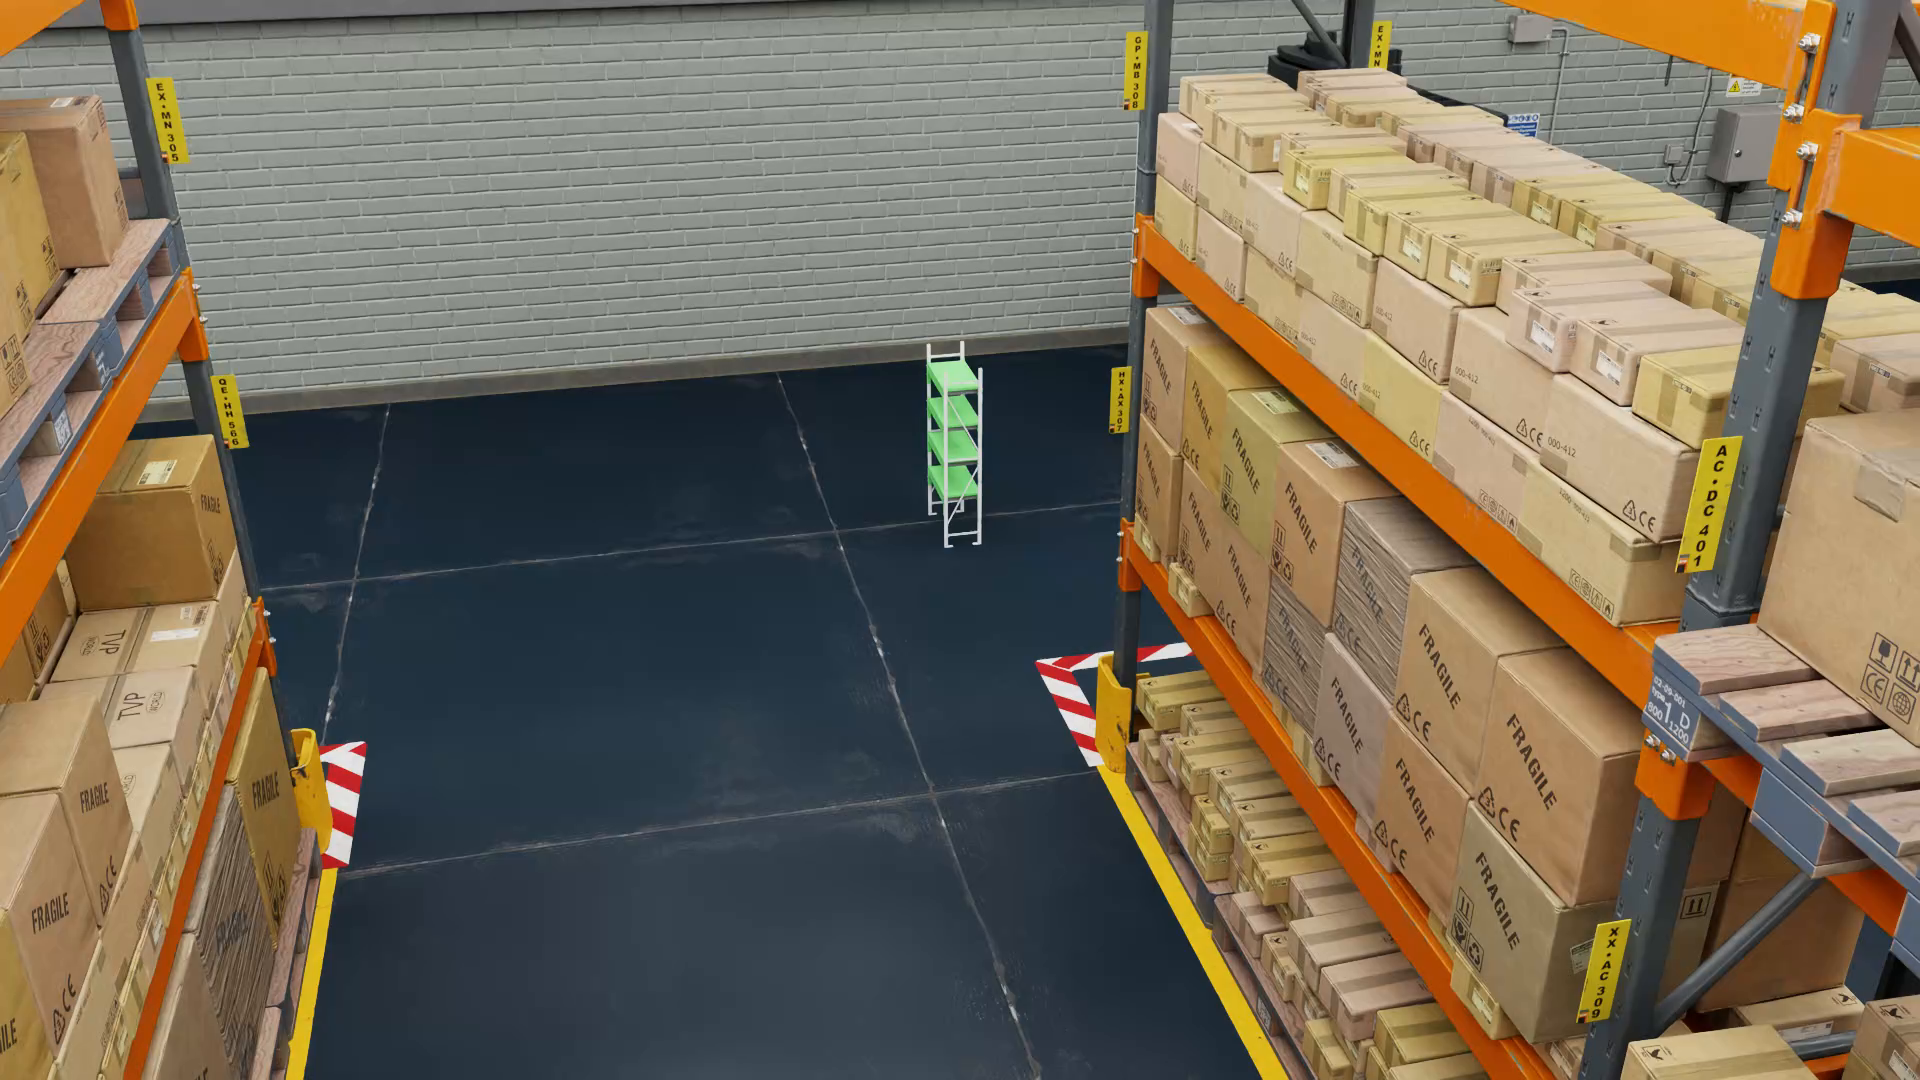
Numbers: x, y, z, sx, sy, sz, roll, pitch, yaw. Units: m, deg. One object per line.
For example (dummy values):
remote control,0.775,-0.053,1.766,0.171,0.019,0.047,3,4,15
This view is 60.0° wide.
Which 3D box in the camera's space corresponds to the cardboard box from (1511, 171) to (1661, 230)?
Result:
cardboard box,2.029,-1.085,5.411,0.380,0.149,0.250,-7,28,-13

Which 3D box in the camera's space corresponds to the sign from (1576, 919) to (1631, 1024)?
sign,1.653,1.108,4.265,0.100,0.325,0.005,-6,27,-12

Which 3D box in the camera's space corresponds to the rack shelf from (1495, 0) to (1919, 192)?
rack shelf,1.730,-1.797,5.126,1.077,0.370,4.000,-6,27,-12

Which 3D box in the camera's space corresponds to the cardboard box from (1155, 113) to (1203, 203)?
cardboard box,1.127,-1.592,6.857,0.500,0.250,0.500,-6,27,-11

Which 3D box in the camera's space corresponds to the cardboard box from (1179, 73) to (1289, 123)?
cardboard box,1.130,-1.828,6.883,0.380,0.149,0.250,-6,27,-12

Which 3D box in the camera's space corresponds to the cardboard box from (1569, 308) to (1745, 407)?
cardboard box,1.774,-0.462,4.176,0.380,0.149,0.250,-5,27,-10

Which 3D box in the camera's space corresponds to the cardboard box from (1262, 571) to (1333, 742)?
cardboard box,1.475,0.400,6.188,0.500,0.500,0.500,-7,28,-13

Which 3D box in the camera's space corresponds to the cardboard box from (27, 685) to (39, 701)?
cardboard box,-3.498,0.760,5.751,0.500,0.250,0.500,-7,28,-13

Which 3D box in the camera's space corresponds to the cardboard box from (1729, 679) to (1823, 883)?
cardboard box,2.316,0.590,4.702,0.500,0.500,0.500,-5,27,-10

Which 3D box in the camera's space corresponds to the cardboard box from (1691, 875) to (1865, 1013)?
cardboard box,2.314,1.016,4.968,0.500,0.500,0.500,-6,27,-13

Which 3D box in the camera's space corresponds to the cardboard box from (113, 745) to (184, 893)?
cardboard box,-2.859,0.934,5.407,0.500,0.250,0.500,-6,27,-12

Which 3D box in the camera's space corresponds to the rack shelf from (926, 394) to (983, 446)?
rack shelf,-0.037,-0.766,10.544,0.258,0.148,0.480,-6,27,-12

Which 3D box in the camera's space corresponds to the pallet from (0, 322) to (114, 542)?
pallet,-3.121,-0.299,4.783,1.003,0.211,1.213,-6,27,-12

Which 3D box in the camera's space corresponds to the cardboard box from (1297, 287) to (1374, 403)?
cardboard box,1.480,-0.685,5.615,0.500,0.250,0.500,-6,27,-12

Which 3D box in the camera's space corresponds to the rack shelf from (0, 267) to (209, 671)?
rack shelf,-3.126,0.000,4.891,1.077,0.370,4.000,-6,27,-12

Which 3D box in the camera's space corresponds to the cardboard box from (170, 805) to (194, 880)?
cardboard box,-2.831,1.046,5.628,0.380,0.149,0.250,-5,27,-11

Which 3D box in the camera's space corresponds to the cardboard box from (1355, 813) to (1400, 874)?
cardboard box,1.597,0.989,5.740,0.380,0.149,0.250,-7,28,-14

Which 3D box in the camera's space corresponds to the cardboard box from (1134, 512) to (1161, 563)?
cardboard box,1.032,-0.032,7.764,0.380,0.149,0.250,-6,27,-12

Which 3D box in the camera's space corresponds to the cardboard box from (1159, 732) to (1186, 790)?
cardboard box,1.153,1.015,7.779,0.380,0.149,0.250,-6,27,-12

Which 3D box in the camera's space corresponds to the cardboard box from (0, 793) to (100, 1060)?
cardboard box,-2.637,1.042,4.361,0.500,0.500,0.500,-6,27,-12

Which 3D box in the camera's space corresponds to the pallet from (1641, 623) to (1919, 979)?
pallet,2.216,0.463,3.384,1.213,0.211,1.003,-6,27,-12

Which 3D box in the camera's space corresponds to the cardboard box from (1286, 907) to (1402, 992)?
cardboard box,1.481,1.561,6.366,0.380,0.149,0.250,-7,28,-13

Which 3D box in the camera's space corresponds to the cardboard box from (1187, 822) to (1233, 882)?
cardboard box,1.237,1.366,7.412,0.380,0.149,0.250,-6,27,-11

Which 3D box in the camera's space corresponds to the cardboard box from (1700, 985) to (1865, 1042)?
cardboard box,2.435,1.391,4.945,0.380,0.149,0.250,-5,27,-10

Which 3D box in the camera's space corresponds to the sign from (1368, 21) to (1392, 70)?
sign,1.824,-2.102,7.274,0.100,0.325,0.005,-6,27,-12

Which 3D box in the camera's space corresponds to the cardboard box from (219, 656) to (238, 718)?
cardboard box,-3.059,0.599,6.512,0.380,0.149,0.250,-6,27,-11

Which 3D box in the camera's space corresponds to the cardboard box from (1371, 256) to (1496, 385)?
cardboard box,1.601,-0.694,5.079,0.500,0.250,0.500,-5,27,-9

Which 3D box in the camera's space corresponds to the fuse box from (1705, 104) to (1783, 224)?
fuse box,6.865,-2.914,14.624,0.539,1.711,0.414,-6,27,-12

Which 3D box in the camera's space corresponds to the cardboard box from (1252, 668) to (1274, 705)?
cardboard box,1.396,0.532,6.647,0.380,0.149,0.250,-6,27,-13

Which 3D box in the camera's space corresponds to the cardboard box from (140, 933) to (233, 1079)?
cardboard box,-2.949,1.964,5.423,0.875,0.875,0.875,-6,27,-12

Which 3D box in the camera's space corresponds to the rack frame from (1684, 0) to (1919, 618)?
rack frame,2.180,-1.242,3.224,1.000,3.000,0.127,-6,27,-12

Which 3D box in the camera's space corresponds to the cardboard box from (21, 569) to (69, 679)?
cardboard box,-3.619,0.196,6.036,0.500,0.500,0.500,-7,28,-13

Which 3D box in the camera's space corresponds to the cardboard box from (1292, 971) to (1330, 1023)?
cardboard box,1.533,1.808,6.537,0.380,0.149,0.250,-5,27,-11

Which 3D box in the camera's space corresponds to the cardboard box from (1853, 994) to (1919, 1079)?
cardboard box,2.461,1.252,4.094,0.380,0.149,0.250,-5,27,-9

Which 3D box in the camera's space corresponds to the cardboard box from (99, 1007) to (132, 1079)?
cardboard box,-2.598,1.498,4.732,0.380,0.149,0.250,-7,28,-13

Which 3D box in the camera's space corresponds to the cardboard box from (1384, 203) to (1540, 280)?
cardboard box,1.527,-0.912,5.068,0.380,0.149,0.250,-6,27,-12

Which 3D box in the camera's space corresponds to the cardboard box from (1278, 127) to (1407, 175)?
cardboard box,1.375,-1.378,5.992,0.380,0.149,0.250,-5,27,-10

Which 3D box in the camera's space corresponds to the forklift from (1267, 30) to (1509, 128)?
forklift,2.859,-1.910,11.281,3.031,2.935,1.130,-11,29,-22

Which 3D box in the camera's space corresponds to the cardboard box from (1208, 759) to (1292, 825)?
cardboard box,1.314,1.097,7.285,0.380,0.149,0.250,-7,28,-14

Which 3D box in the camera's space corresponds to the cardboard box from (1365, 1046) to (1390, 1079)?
cardboard box,1.688,1.929,5.967,0.380,0.149,0.250,-6,27,-11

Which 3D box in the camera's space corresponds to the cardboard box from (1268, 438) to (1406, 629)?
cardboard box,1.455,-0.045,5.959,0.500,0.500,0.500,-7,28,-13

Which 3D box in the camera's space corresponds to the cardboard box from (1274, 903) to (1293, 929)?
cardboard box,1.501,1.458,6.899,0.380,0.149,0.250,-5,27,-9

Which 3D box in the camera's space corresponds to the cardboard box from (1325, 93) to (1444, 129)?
cardboard box,1.659,-1.646,6.523,0.380,0.149,0.250,-7,28,-13

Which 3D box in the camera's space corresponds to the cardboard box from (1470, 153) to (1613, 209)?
cardboard box,1.965,-1.199,5.637,0.380,0.149,0.250,-7,28,-13

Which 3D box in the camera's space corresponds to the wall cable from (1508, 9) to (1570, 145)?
wall cable,4.785,-3.807,13.802,0.585,1.953,0.123,-6,27,-12

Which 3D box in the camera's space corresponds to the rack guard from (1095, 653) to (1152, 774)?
rack guard,1.296,0.829,8.552,1.175,0.500,0.348,-6,27,-12

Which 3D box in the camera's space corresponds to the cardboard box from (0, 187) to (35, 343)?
cardboard box,-3.234,-0.772,4.934,0.700,0.500,0.500,-8,28,-15

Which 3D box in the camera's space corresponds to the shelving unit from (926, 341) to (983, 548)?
shelving unit,-0.037,-0.608,10.624,0.258,1.200,0.503,-6,27,-12

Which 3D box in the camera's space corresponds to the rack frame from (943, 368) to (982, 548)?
rack frame,0.018,-0.501,10.411,0.240,1.200,0.015,-6,27,-12
